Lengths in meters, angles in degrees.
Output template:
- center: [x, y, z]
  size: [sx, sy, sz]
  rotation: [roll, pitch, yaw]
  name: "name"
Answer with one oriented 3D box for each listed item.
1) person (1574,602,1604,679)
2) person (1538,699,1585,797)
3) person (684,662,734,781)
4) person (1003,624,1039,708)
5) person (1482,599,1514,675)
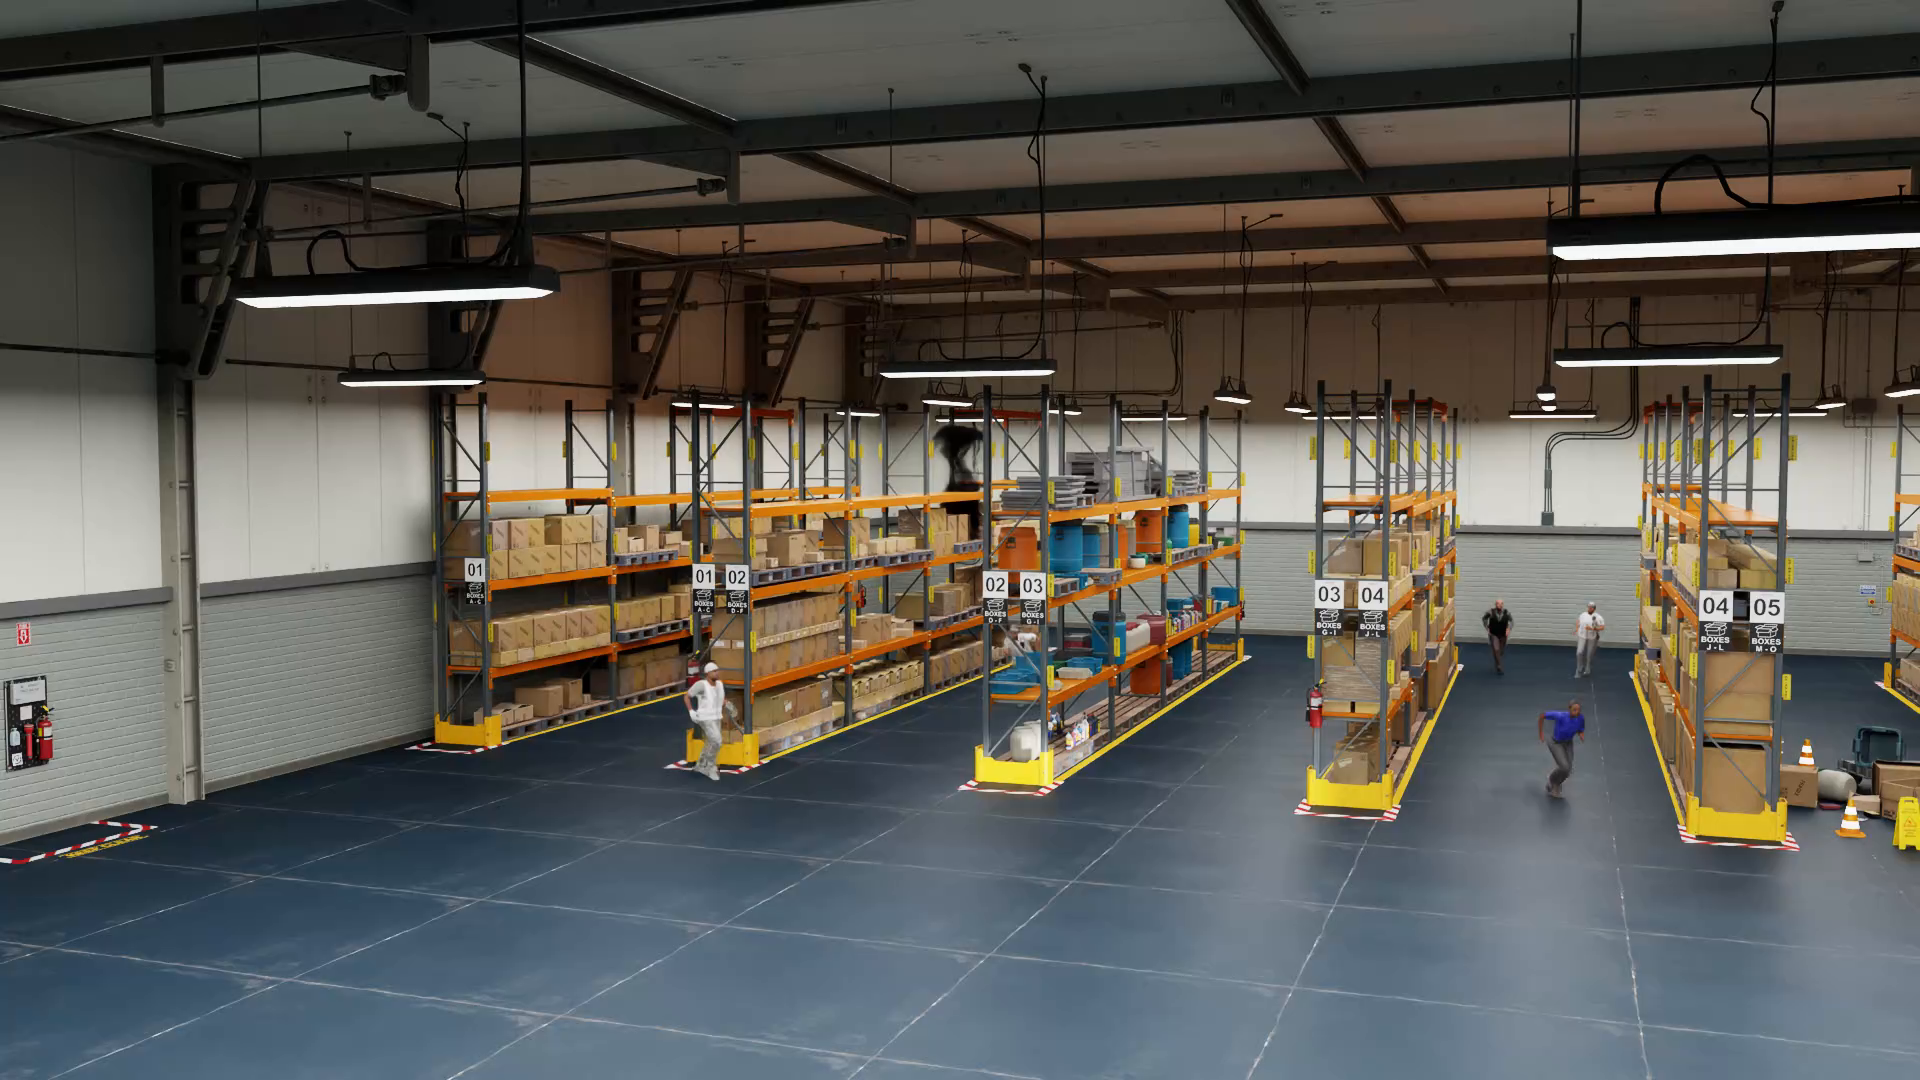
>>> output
- center: [13.946, 2.229, 36.868]
  size: [0.643, 1.726, 0.691]
  rotation: [2, 3, 28]
  name: "person"
- center: [8.618, 2.999, 23.830]
  size: [0.603, 1.470, 0.850]
  rotation: [-1, 3, -12]
  name: "person"
- center: [-3.812, 2.774, 25.435]
  size: [0.738, 1.807, 0.688]
  rotation: [2, 4, 32]
  name: "person"
- center: [1.230, 2.477, 32.675]
  size: [0.704, 1.710, 1.021]
  rotation: [1, 3, 25]
  name: "person"
- center: [12.164, 2.170, 37.630]
  size: [0.690, 1.697, 0.956]
  rotation: [1, 3, 10]
  name: "person"
